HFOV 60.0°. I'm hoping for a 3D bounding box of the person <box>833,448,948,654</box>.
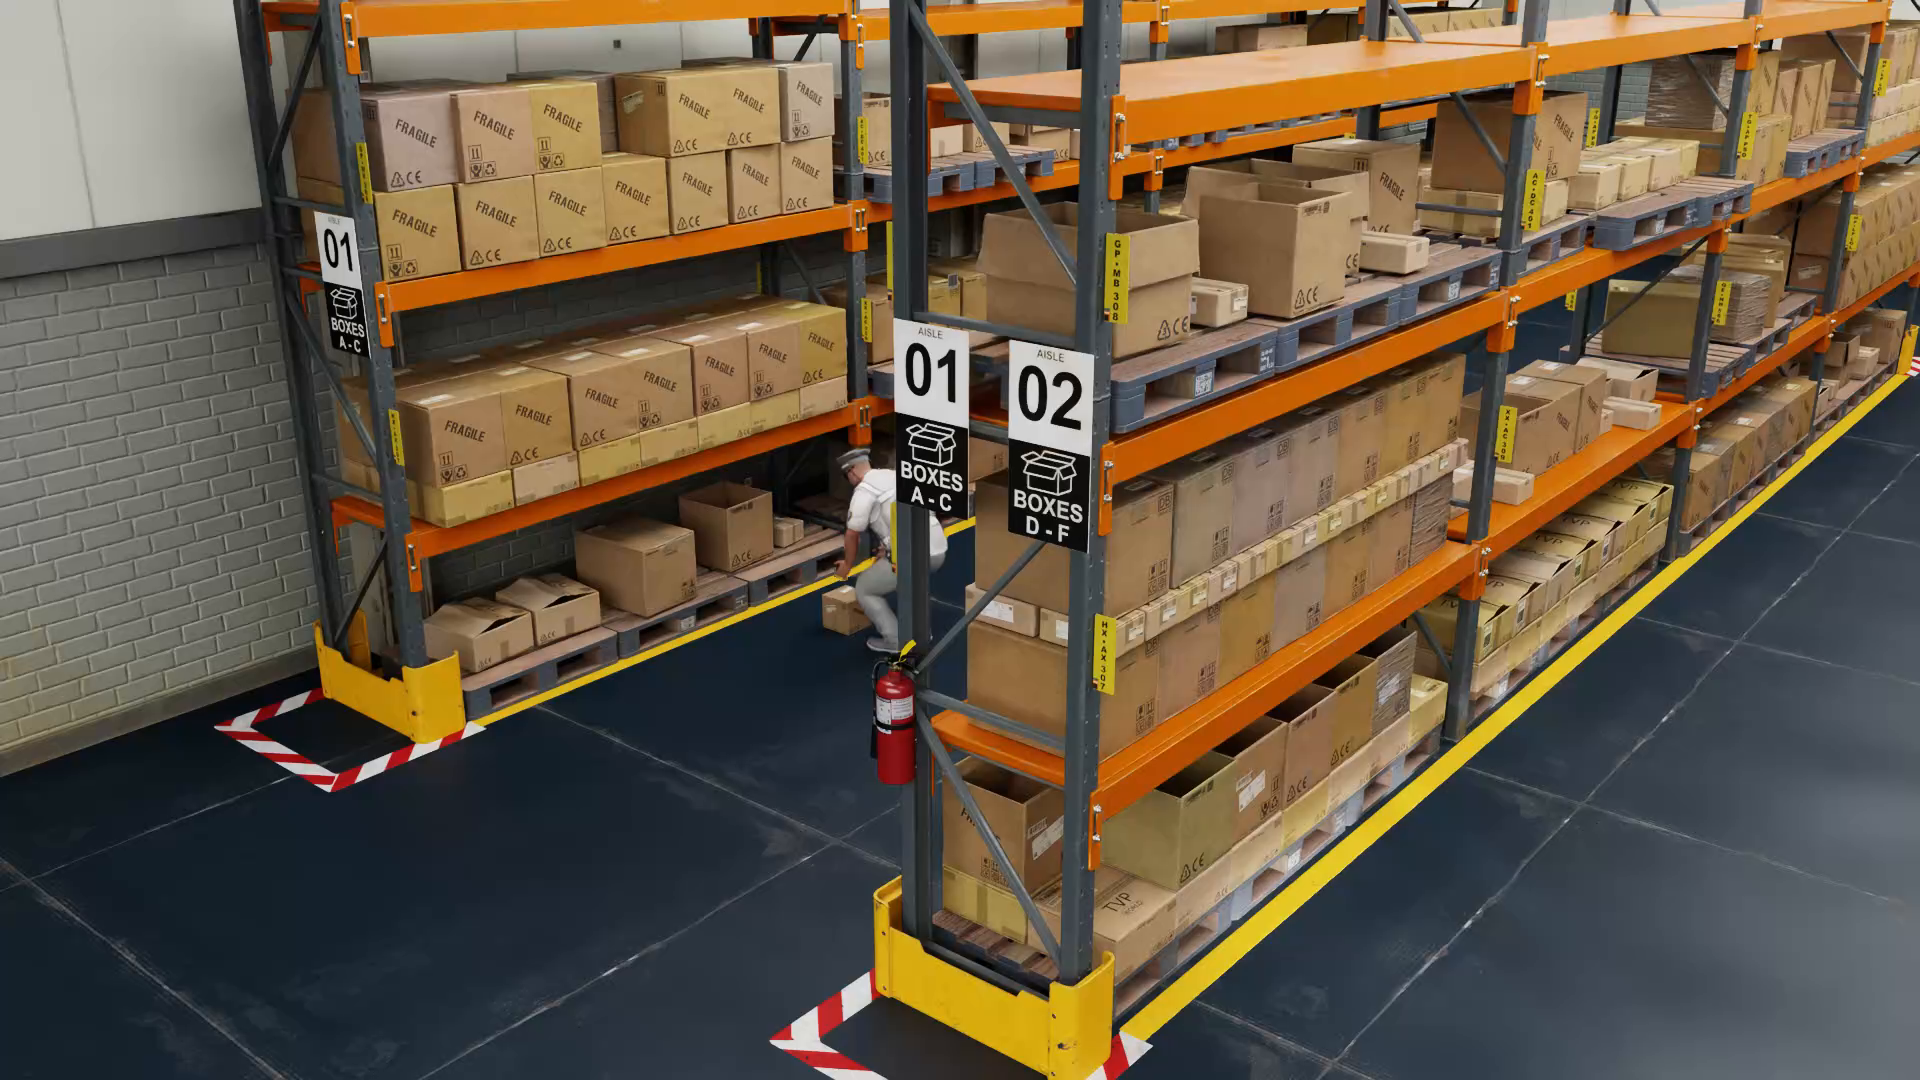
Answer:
[{"bbox_3d":[-0.499,0.076,11.409,0.826,1.381,0.590,16,25,37],"label":"person"}]
